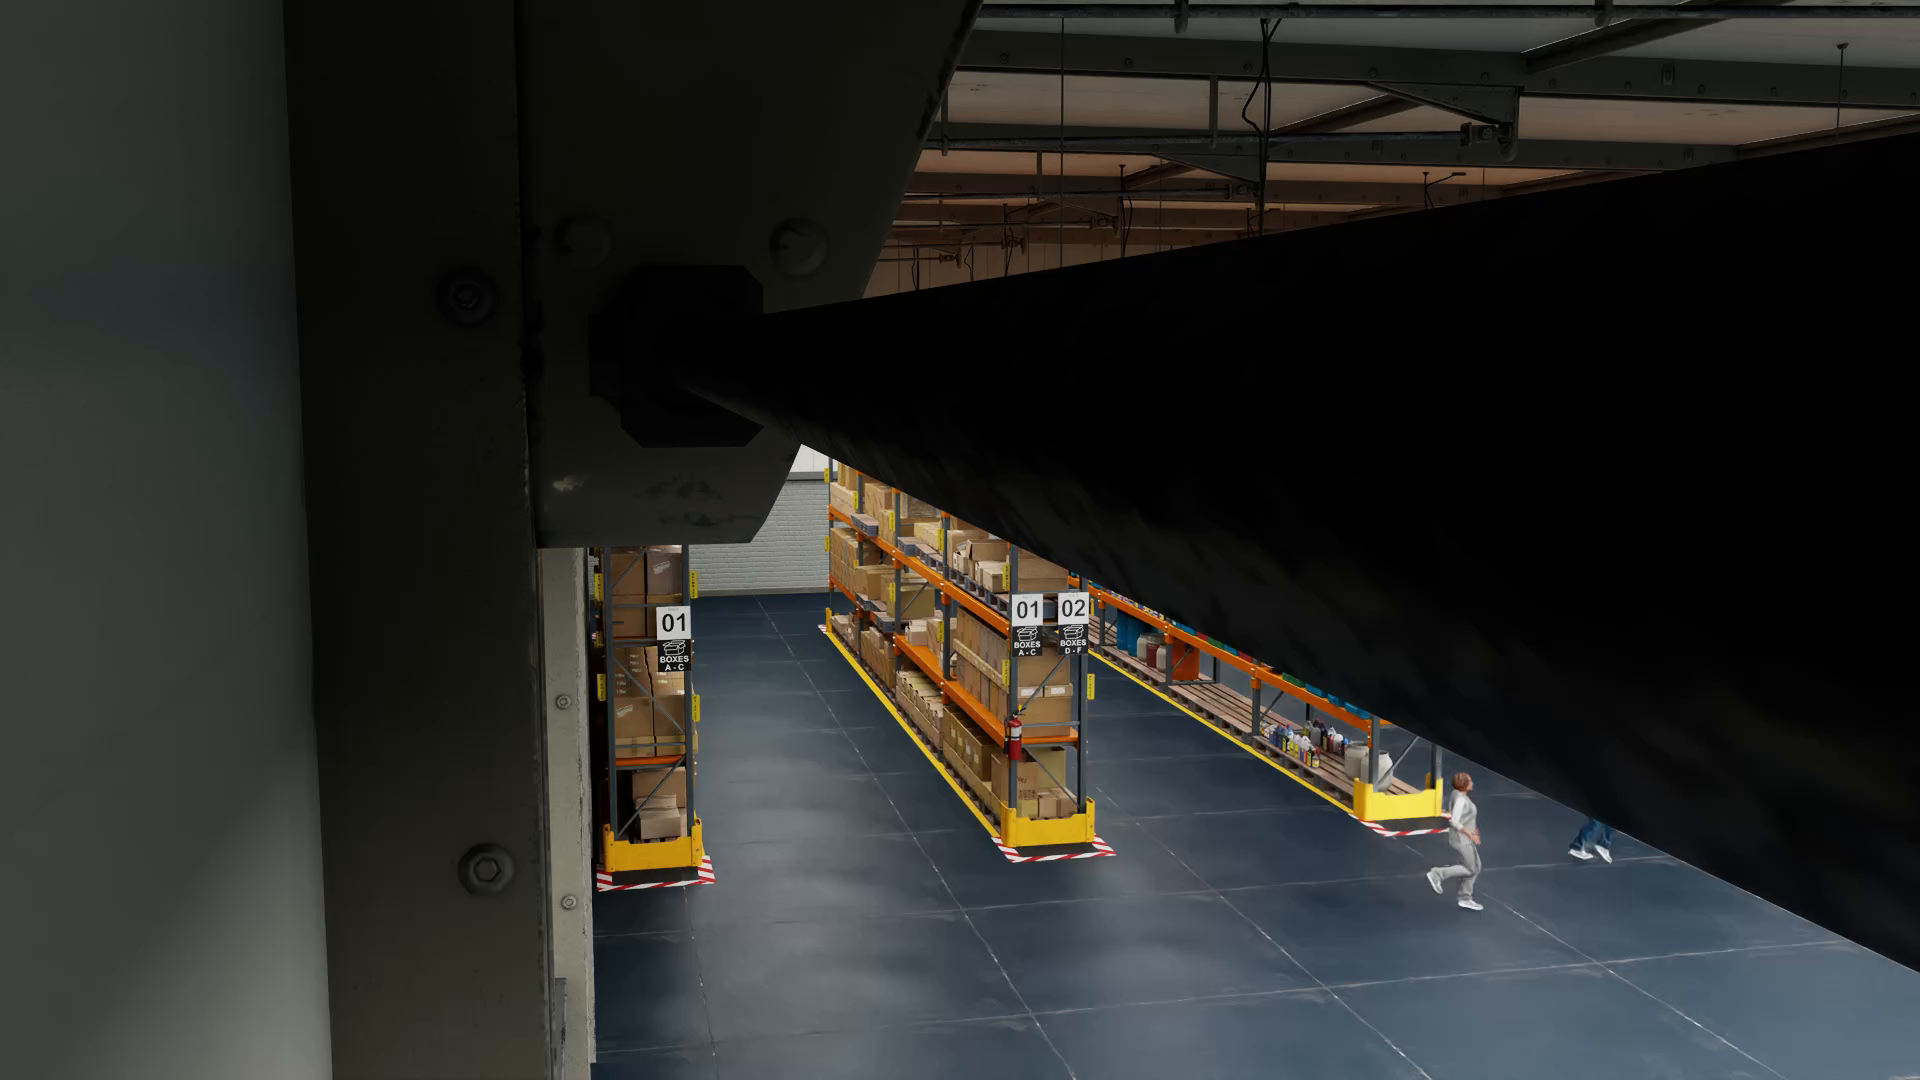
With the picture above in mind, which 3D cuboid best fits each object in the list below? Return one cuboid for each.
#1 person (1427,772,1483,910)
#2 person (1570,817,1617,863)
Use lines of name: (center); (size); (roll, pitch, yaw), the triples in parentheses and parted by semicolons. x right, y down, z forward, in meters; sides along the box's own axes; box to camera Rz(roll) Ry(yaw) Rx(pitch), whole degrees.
person: (5.574, 3.364, 18.664); (0.623, 1.564, 0.545); (2, 7, 15)
person: (7.800, 3.145, 20.213); (0.682, 1.621, 0.507); (3, 7, 22)
